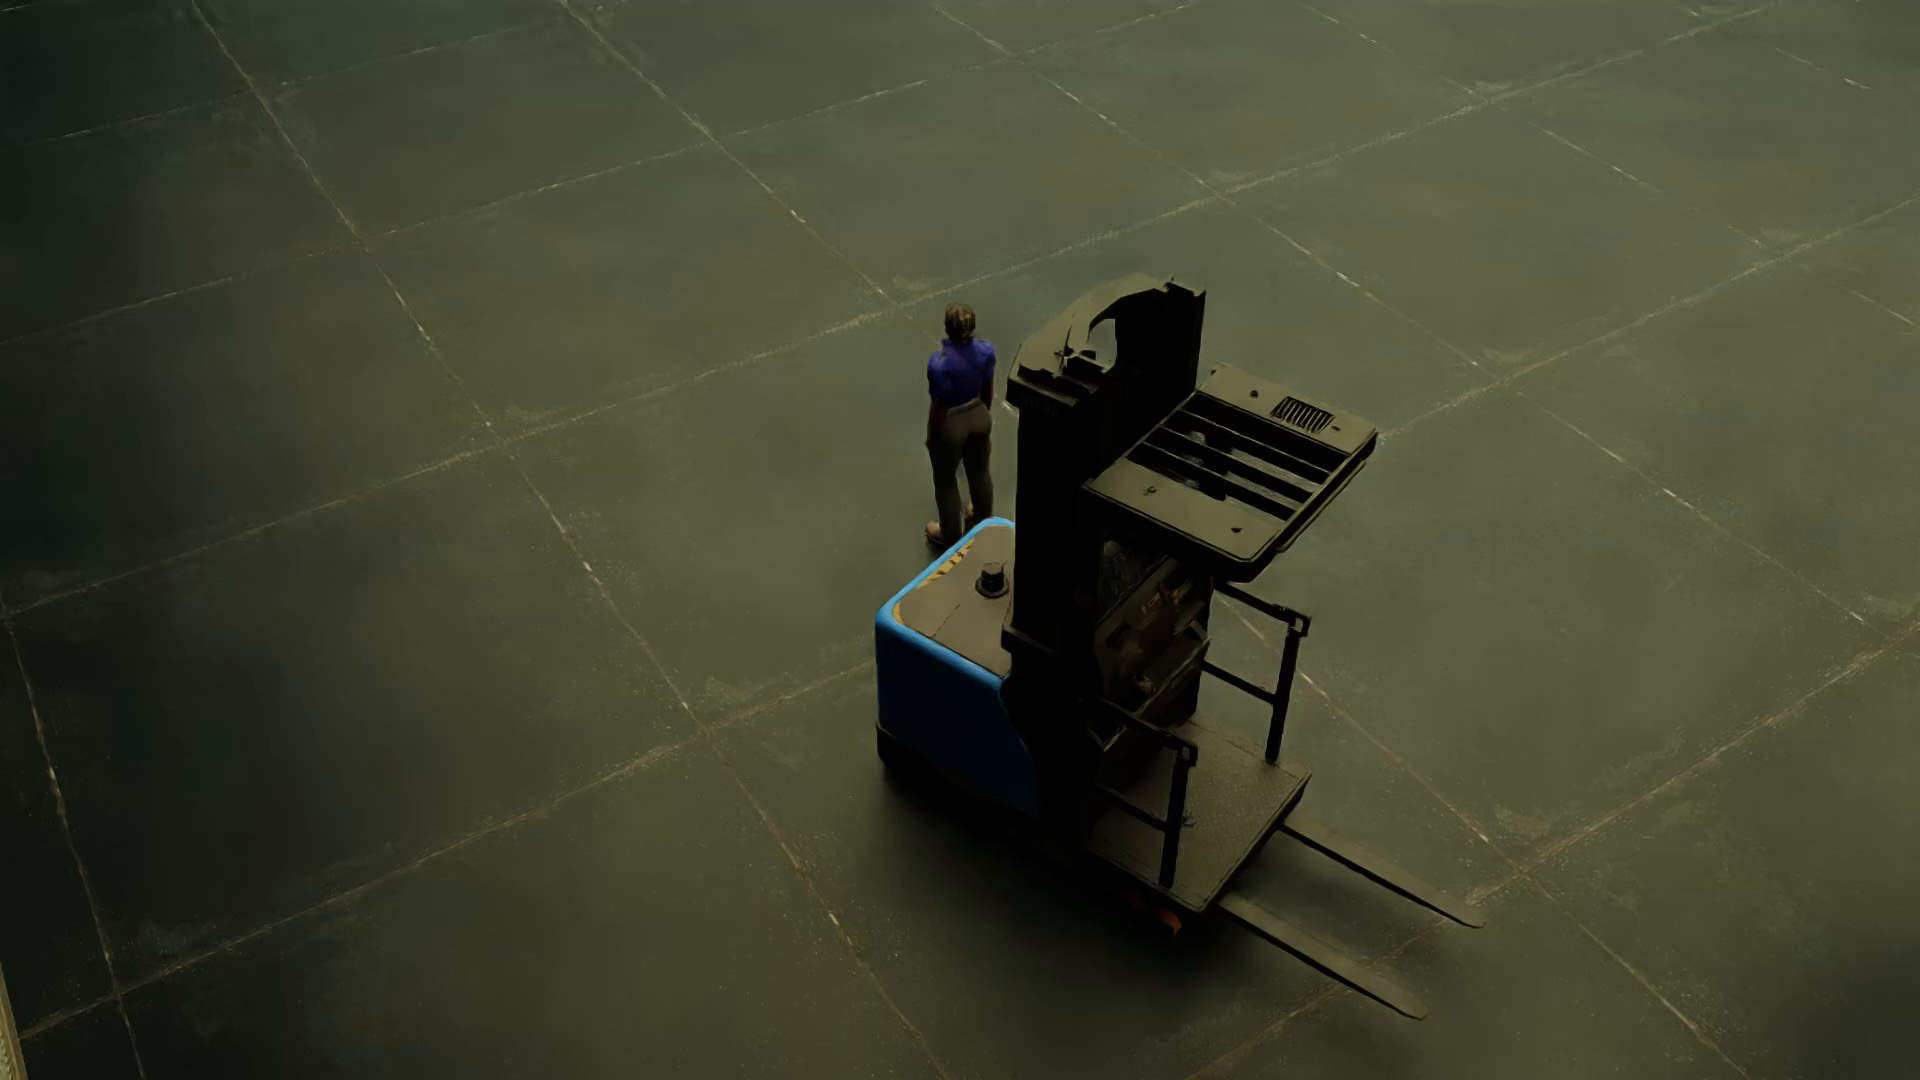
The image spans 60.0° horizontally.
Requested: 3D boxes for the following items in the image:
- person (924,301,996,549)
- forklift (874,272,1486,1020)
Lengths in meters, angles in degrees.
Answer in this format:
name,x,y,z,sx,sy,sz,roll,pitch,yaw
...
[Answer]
name,x,y,z,sx,sy,sz,roll,pitch,yaw
person,-0.007,-0.669,9.545,0.446,1.662,0.320,-23,46,-24
forklift,1.046,0.402,7.411,3.031,2.935,1.130,27,48,27
